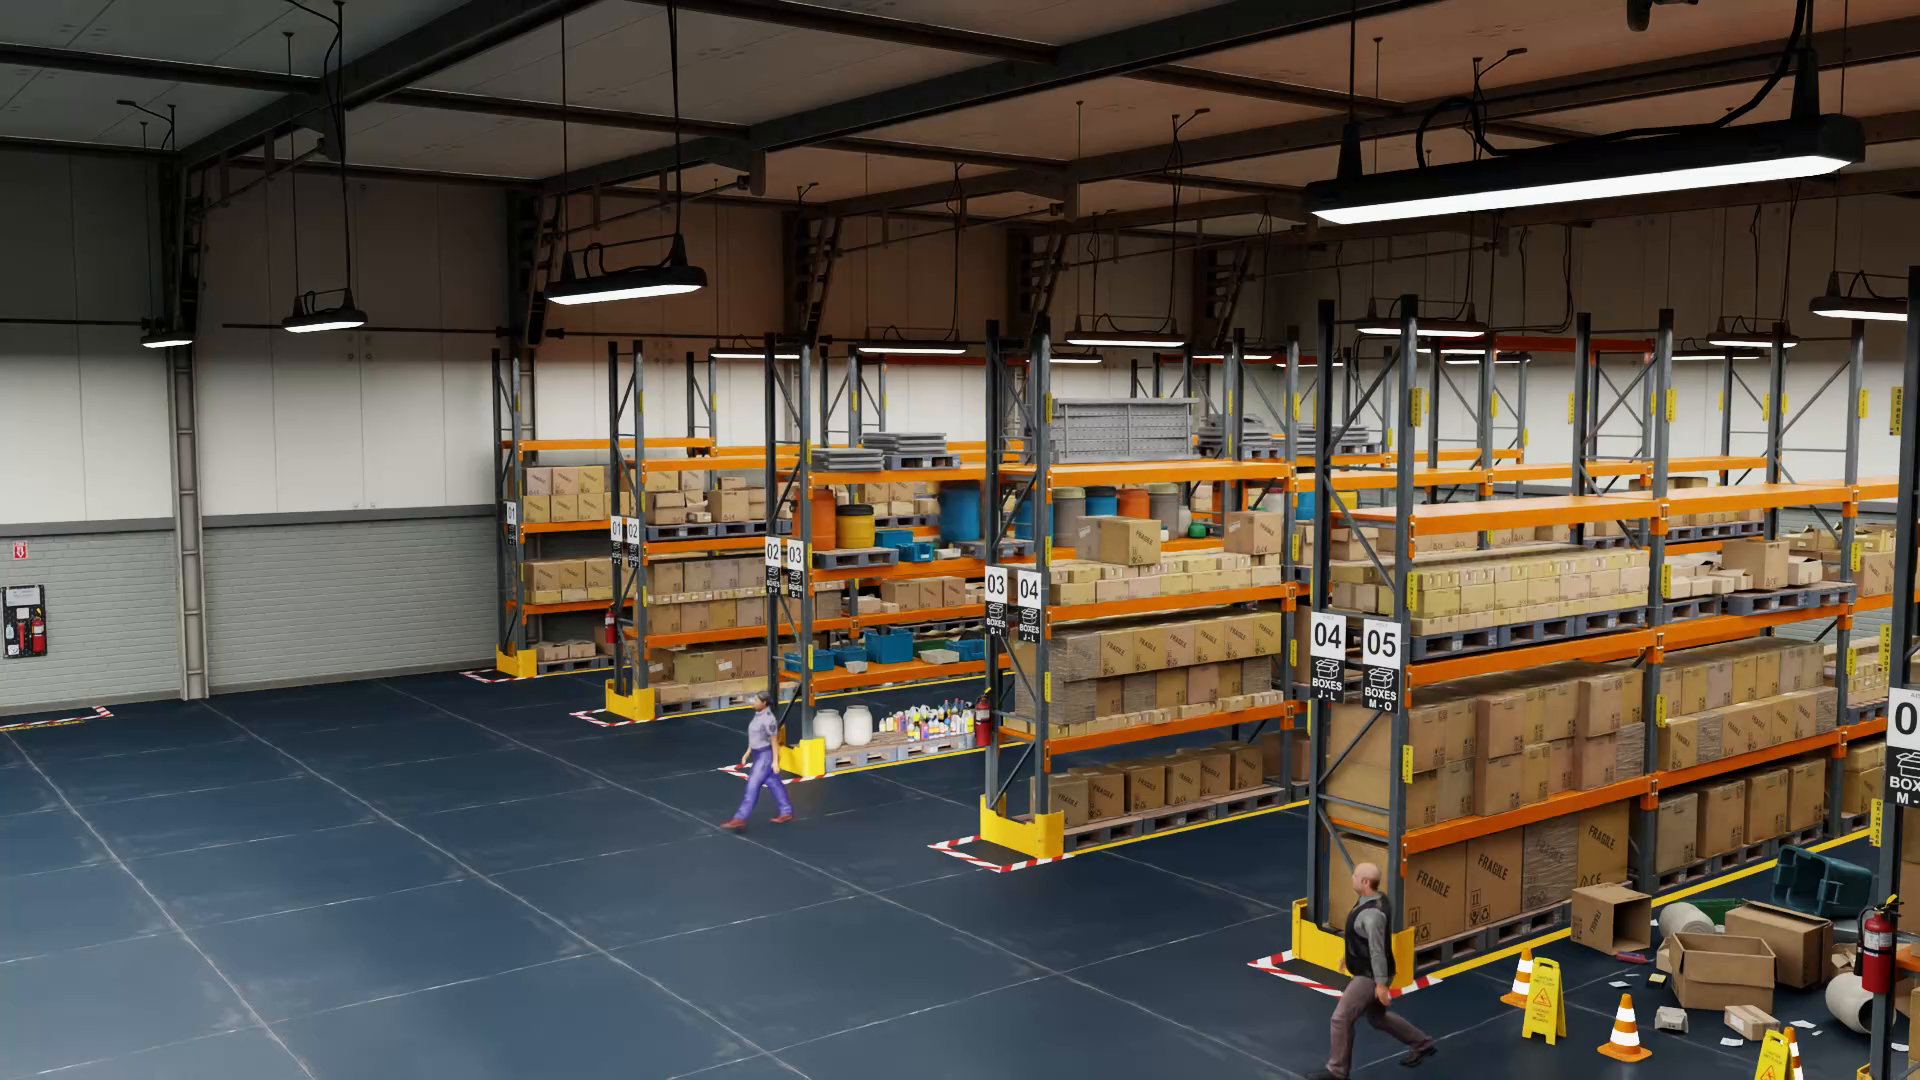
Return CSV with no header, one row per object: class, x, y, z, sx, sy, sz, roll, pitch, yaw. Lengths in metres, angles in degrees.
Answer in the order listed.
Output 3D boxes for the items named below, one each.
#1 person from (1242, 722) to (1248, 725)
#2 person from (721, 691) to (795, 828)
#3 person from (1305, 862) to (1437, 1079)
person,4.453,2.037,26.242,0.410,1.710,0.520,3,6,27
person,-2.433,2.597,19.852,0.908,1.607,0.504,-1,5,-16
person,3.092,3.230,12.433,1.021,1.676,0.620,0,5,1
